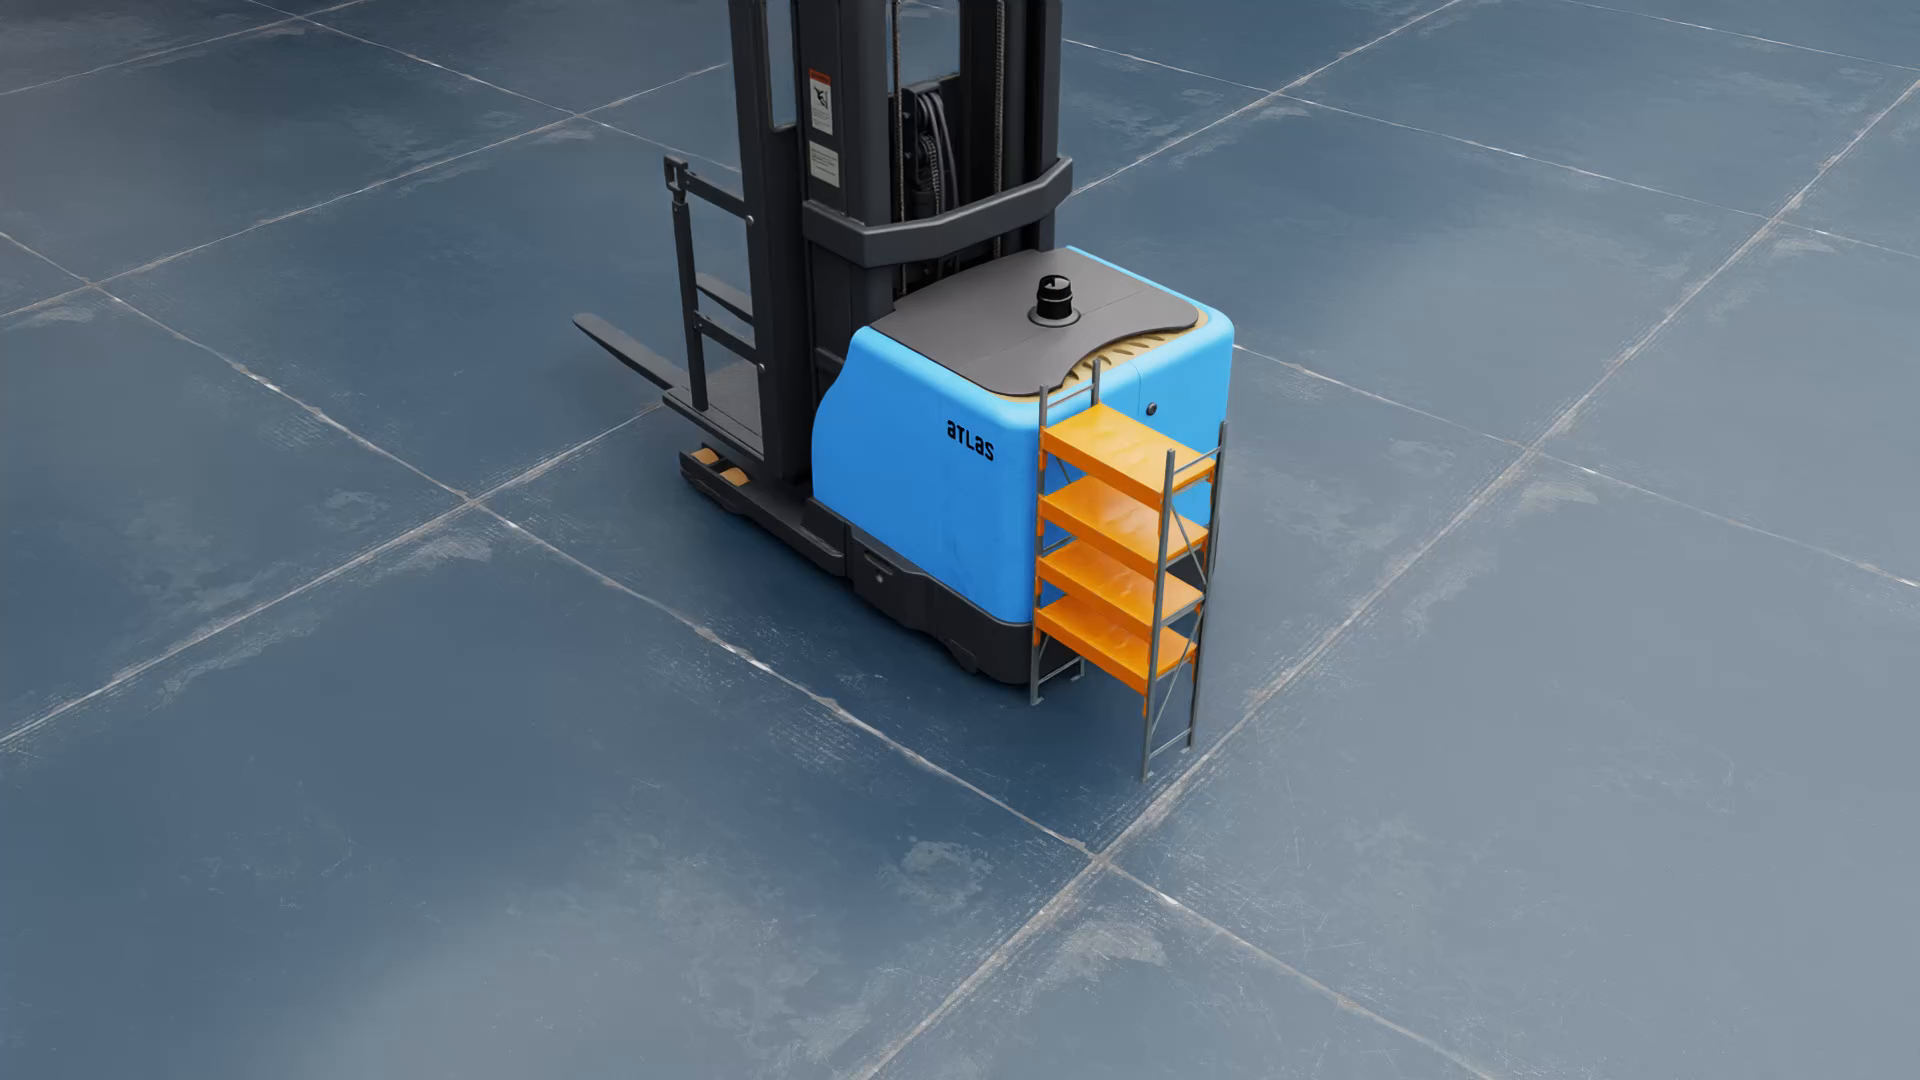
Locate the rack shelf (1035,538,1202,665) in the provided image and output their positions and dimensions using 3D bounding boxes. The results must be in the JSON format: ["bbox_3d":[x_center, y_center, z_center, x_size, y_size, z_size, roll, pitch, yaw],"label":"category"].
[{"bbox_3d":[0.487,0.162,5.072,0.258,0.148,0.480,-27,43,-34],"label":"rack shelf"}]

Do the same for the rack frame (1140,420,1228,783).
[{"bbox_3d":[0.651,0.209,4.886,0.240,1.200,0.015,-27,43,-34],"label":"rack frame"}]

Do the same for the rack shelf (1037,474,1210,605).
[{"bbox_3d":[0.487,-0.022,4.946,0.258,0.148,0.480,-27,43,-34],"label":"rack shelf"}]

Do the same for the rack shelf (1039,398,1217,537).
[{"bbox_3d":[0.487,-0.217,4.812,0.258,0.148,0.480,-27,43,-34],"label":"rack shelf"}]

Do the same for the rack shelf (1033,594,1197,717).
[{"bbox_3d":[0.487,0.326,5.185,0.258,0.148,0.480,-27,43,-34],"label":"rack shelf"}]

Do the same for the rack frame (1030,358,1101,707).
[{"bbox_3d":[0.323,0.005,5.183,0.240,1.200,0.015,-27,43,-34],"label":"rack frame"}]

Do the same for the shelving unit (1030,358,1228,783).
[{"bbox_3d":[0.487,0.107,5.034,0.258,1.200,0.503,-27,43,-34],"label":"shelving unit"}]

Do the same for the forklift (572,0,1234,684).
[{"bbox_3d":[-0.443,-1.489,5.828,1.130,2.935,3.031,-27,43,-33],"label":"forklift"}]
